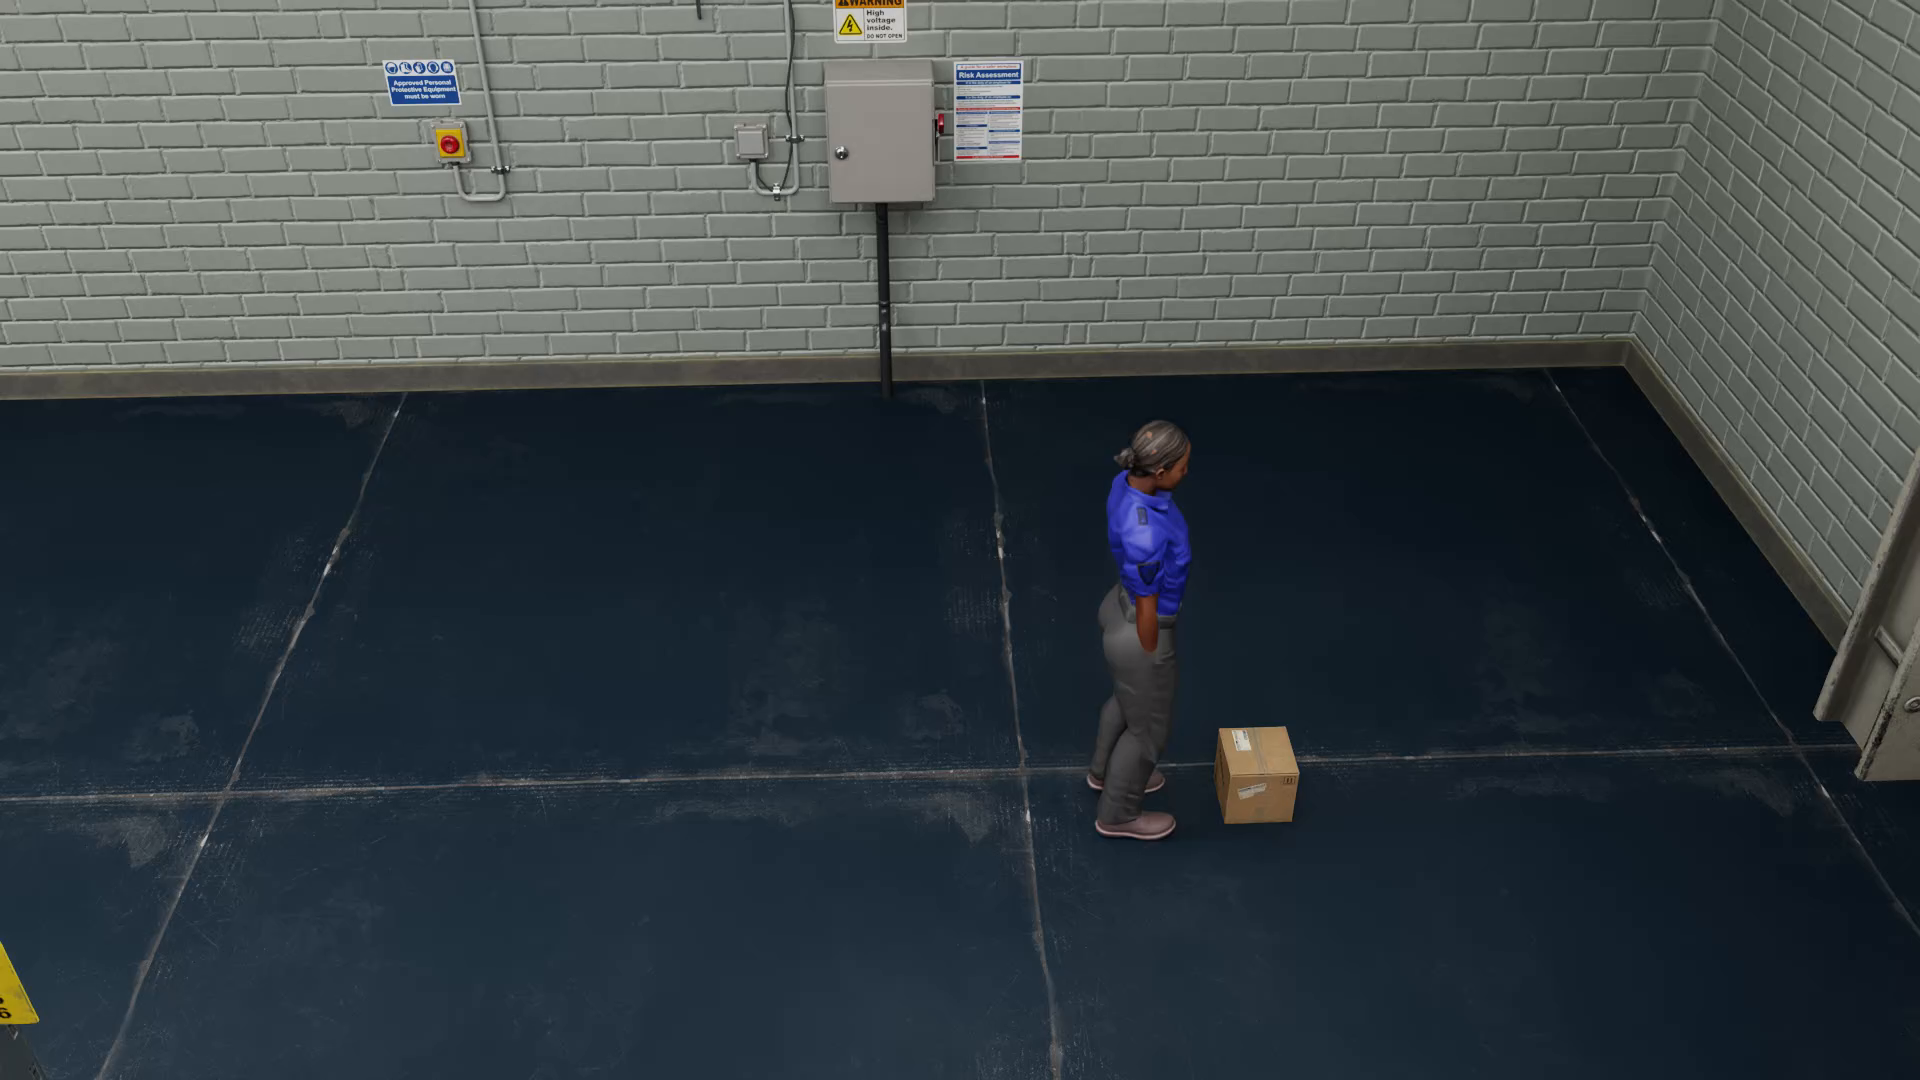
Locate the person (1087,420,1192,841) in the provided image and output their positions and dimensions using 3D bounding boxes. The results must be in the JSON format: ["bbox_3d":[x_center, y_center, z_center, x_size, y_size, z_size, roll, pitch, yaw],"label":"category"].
[{"bbox_3d":[0.631,0.313,5.733,0.308,1.638,0.439,-1,35,-1],"label":"person"}]
